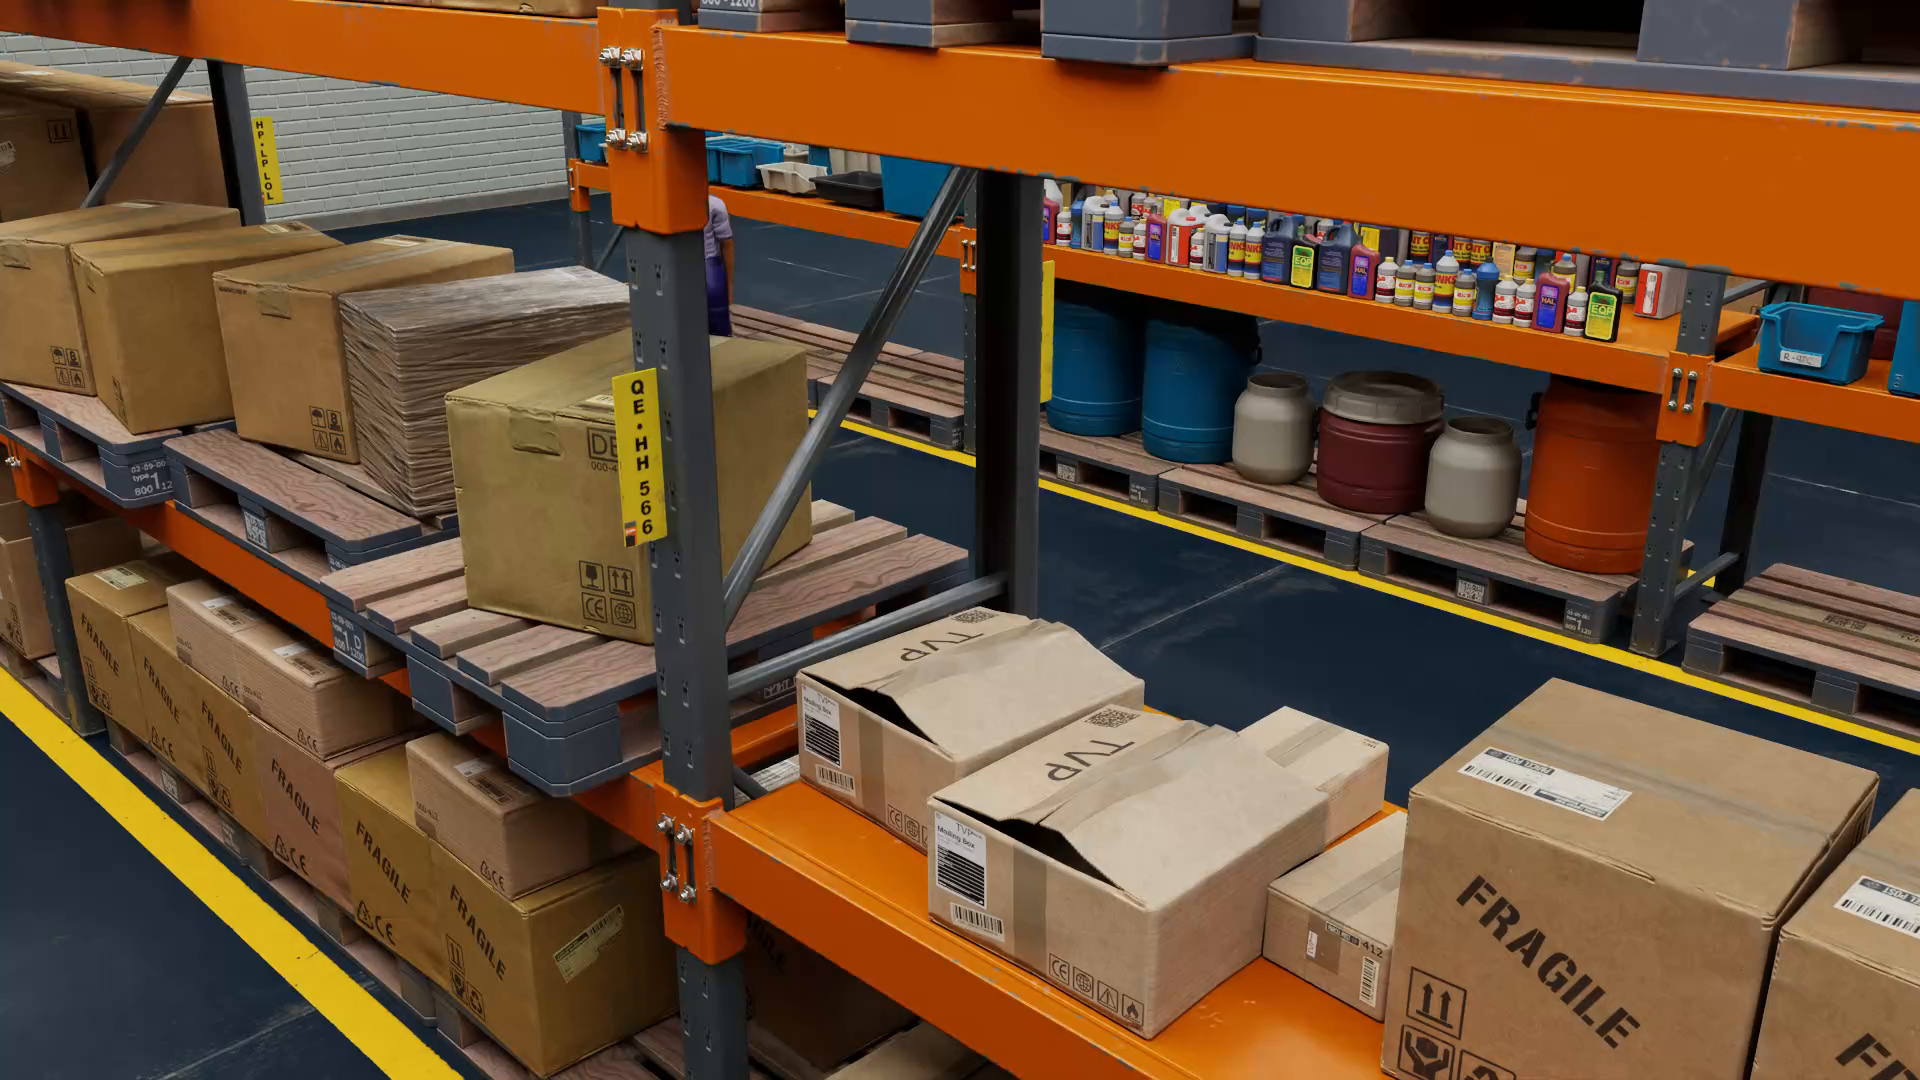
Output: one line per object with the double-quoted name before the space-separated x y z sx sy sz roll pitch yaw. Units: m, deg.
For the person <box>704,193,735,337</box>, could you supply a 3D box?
"person" -1.614 -1.556 10.193 0.486 1.613 0.757 -4 21 -10
